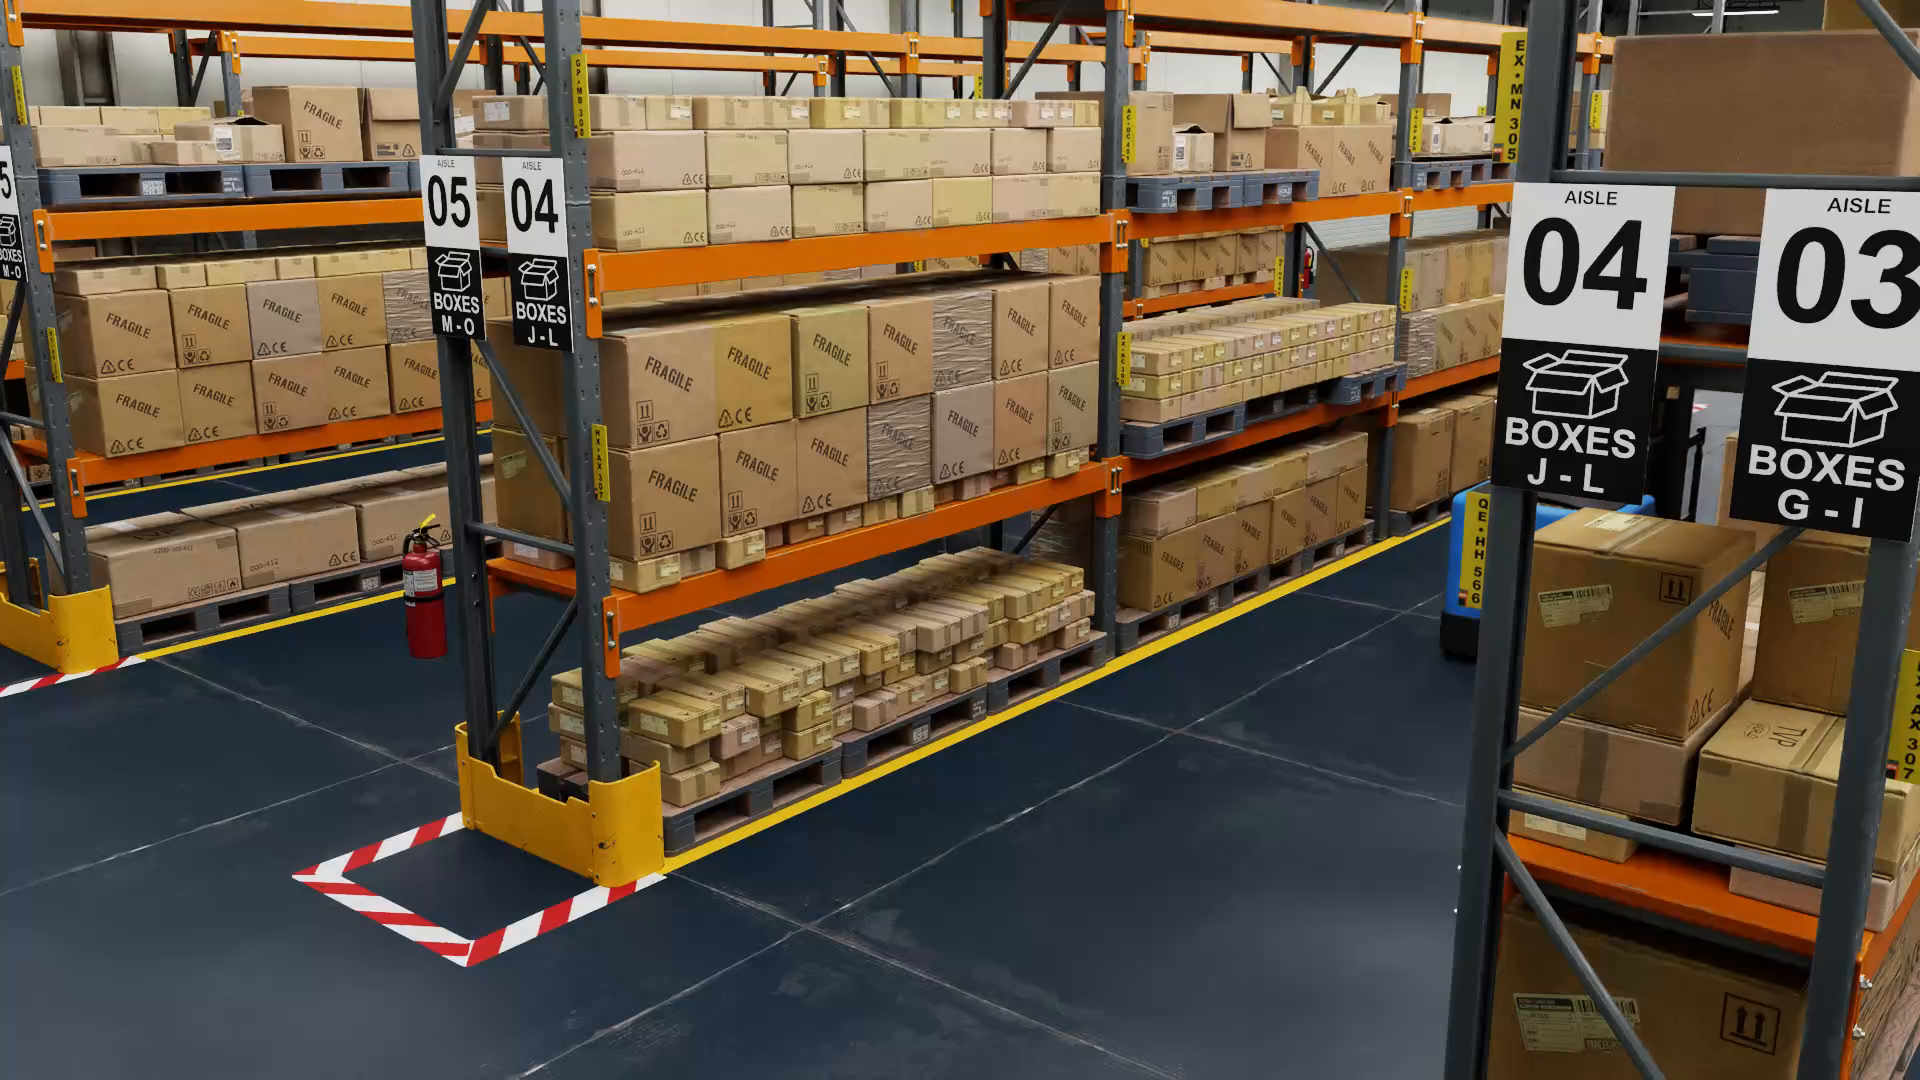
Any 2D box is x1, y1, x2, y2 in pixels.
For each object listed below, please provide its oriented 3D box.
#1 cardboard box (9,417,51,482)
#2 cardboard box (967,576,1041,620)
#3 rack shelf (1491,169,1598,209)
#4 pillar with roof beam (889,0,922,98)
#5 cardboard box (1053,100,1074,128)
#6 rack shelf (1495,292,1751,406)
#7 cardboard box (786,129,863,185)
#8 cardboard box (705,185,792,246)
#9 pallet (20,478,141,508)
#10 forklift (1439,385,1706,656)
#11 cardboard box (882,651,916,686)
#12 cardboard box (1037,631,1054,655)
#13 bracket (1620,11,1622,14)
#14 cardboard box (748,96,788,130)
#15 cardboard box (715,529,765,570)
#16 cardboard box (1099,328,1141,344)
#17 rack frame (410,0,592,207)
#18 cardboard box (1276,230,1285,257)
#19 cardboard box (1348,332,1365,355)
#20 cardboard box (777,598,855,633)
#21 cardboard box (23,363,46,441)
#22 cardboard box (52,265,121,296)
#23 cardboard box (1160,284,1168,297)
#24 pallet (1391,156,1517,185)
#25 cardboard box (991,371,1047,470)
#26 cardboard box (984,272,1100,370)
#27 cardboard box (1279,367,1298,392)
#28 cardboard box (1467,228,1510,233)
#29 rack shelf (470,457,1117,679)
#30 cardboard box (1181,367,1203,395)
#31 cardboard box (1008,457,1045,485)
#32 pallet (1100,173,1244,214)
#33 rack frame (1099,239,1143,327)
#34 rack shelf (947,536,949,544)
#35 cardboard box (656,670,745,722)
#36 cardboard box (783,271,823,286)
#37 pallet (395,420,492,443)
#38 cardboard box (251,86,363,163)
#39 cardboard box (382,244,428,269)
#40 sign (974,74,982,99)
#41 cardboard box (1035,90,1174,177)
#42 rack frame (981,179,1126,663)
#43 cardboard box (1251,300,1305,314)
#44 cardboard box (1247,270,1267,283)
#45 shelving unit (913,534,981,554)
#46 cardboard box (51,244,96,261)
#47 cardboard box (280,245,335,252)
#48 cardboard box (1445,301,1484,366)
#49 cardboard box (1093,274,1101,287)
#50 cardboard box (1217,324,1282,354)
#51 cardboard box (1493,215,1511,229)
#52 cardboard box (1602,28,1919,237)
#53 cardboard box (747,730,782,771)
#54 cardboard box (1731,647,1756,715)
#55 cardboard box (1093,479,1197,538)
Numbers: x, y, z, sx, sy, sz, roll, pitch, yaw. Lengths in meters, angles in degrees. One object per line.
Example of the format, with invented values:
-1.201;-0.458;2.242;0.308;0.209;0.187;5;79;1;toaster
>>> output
-8.292;-0.844;15.078;0.500;0.500;0.500;12;18;39;cardboard box
0.261;0.344;9.906;0.380;0.149;0.250;11;18;37;cardboard box
6.848;-3.779;17.774;1.077;0.370;4.000;11;18;38;rack shelf
2.538;-6.818;22.185;9.100;9.000;0.400;11;18;38;pillar with roof beam
0.421;-2.421;9.446;0.380;0.149;0.250;12;18;39;cardboard box
3.100;-0.694;5.630;1.077;0.370;4.000;11;18;38;rack shelf
-0.819;-1.855;8.028;0.500;0.250;0.500;12;18;38;cardboard box
-1.136;-1.520;7.727;0.500;0.250;0.500;12;19;39;cardboard box
-8.413;-0.555;15.378;1.003;0.211;1.213;11;18;38;pallet
4.375;-0.874;11.112;1.130;2.935;3.031;11;18;37;forklift
-0.467;0.670;9.225;0.380;0.149;0.250;12;19;40;cardboard box
0.353;0.585;10.167;0.380;0.149;0.250;12;18;39;cardboard box
18.582;-14.999;47.077;0.235;0.232;0.430;11;18;38;bracket
-1.015;-1.969;7.669;0.380;0.149;0.250;12;18;38;cardboard box
-1.154;0.020;7.963;0.380;0.149;0.250;11;18;36;cardboard box
0.996;-1.336;11.240;0.380;0.149;0.250;11;18;36;cardboard box
-1.951;-2.900;6.762;1.000;3.000;0.127;11;18;38;rack frame
4.065;-3.849;21.875;0.500;0.500;0.500;11;18;37;cardboard box
2.791;-1.483;12.422;0.380;0.149;0.250;12;18;39;cardboard box
-0.817;0.461;9.446;0.380;0.149;0.250;11;18;38;cardboard box
-5.767;-0.921;10.952;0.500;0.500;0.500;11;18;38;cardboard box
-5.426;-1.612;10.323;0.380;0.149;0.250;12;18;39;cardboard box
2.243;-2.982;19.781;0.380;0.149;0.250;12;19;39;cardboard box
4.141;-3.233;14.548;1.003;0.211;1.213;12;19;40;pallet
0.151;-0.715;9.539;0.500;0.500;0.500;11;18;36;cardboard box
0.478;-1.304;9.825;0.500;0.500;0.500;10;18;36;cardboard box
2.146;-1.143;11.687;0.380;0.149;0.250;10;17;35;cardboard box
5.284;-2.727;16.033;0.700;0.500;0.500;11;18;37;cardboard box
-0.694;-0.027;9.097;1.077;0.370;4.000;11;18;38;rack shelf
1.330;-1.038;10.672;0.380;0.149;0.250;11;18;36;cardboard box
0.274;-0.438;9.763;0.380;0.149;0.250;12;19;40;cardboard box
1.034;-2.223;10.570;1.213;0.211;1.003;11;18;38;pallet
1.677;-3.037;19.486;1.000;3.000;0.127;11;18;38;rack frame
-0.104;-0.294;13.415;0.431;0.518;0.480;11;18;38;rack shelf
-1.278;0.778;8.196;0.380;0.149;0.250;12;18;39;cardboard box
-1.591;-2.471;15.024;0.500;0.500;0.500;11;18;38;cardboard box
-5.965;-1.317;18.379;1.003;0.211;1.213;11;18;38;pallet
-4.481;-2.856;11.422;0.500;0.500;0.500;12;18;38;cardboard box
-3.986;-2.060;12.087;0.380;0.149;0.250;11;18;37;cardboard box
0.129;-2.739;10.370;0.100;0.325;0.005;11;18;38;sign
0.887;-2.520;10.301;0.700;0.500;0.500;11;18;38;cardboard box
0.563;-0.758;10.516;1.000;3.000;0.127;11;18;38;rack frame
2.469;-1.784;13.003;0.380;0.149;0.250;11;18;36;cardboard box
3.734;-3.411;21.469;0.380;0.149;0.250;12;18;39;cardboard box
-0.104;-0.986;13.240;0.431;2.100;0.503;11;18;38;shelving unit
-8.357;-2.463;15.405;0.500;0.500;0.500;11;18;36;cardboard box
-4.723;-2.043;12.023;0.380;0.149;0.250;11;18;38;cardboard box
4.204;-1.811;14.458;0.500;0.500;0.500;11;18;37;cardboard box
1.389;-2.930;18.721;0.380;0.149;0.250;11;18;36;cardboard box
1.980;-1.380;11.414;0.380;0.149;0.250;12;19;40;cardboard box
5.850;-2.952;16.652;0.875;0.550;0.550;11;18;38;cardboard box
2.128;-1.068;4.382;0.700;0.500;0.500;10;17;34;cardboard box
-1.121;1.024;8.438;0.380;0.149;0.250;12;18;38;cardboard box
2.261;0.492;5.294;0.500;0.250;0.500;11;18;37;cardboard box
1.233;-0.214;11.076;0.500;0.250;0.500;10;18;35;cardboard box
